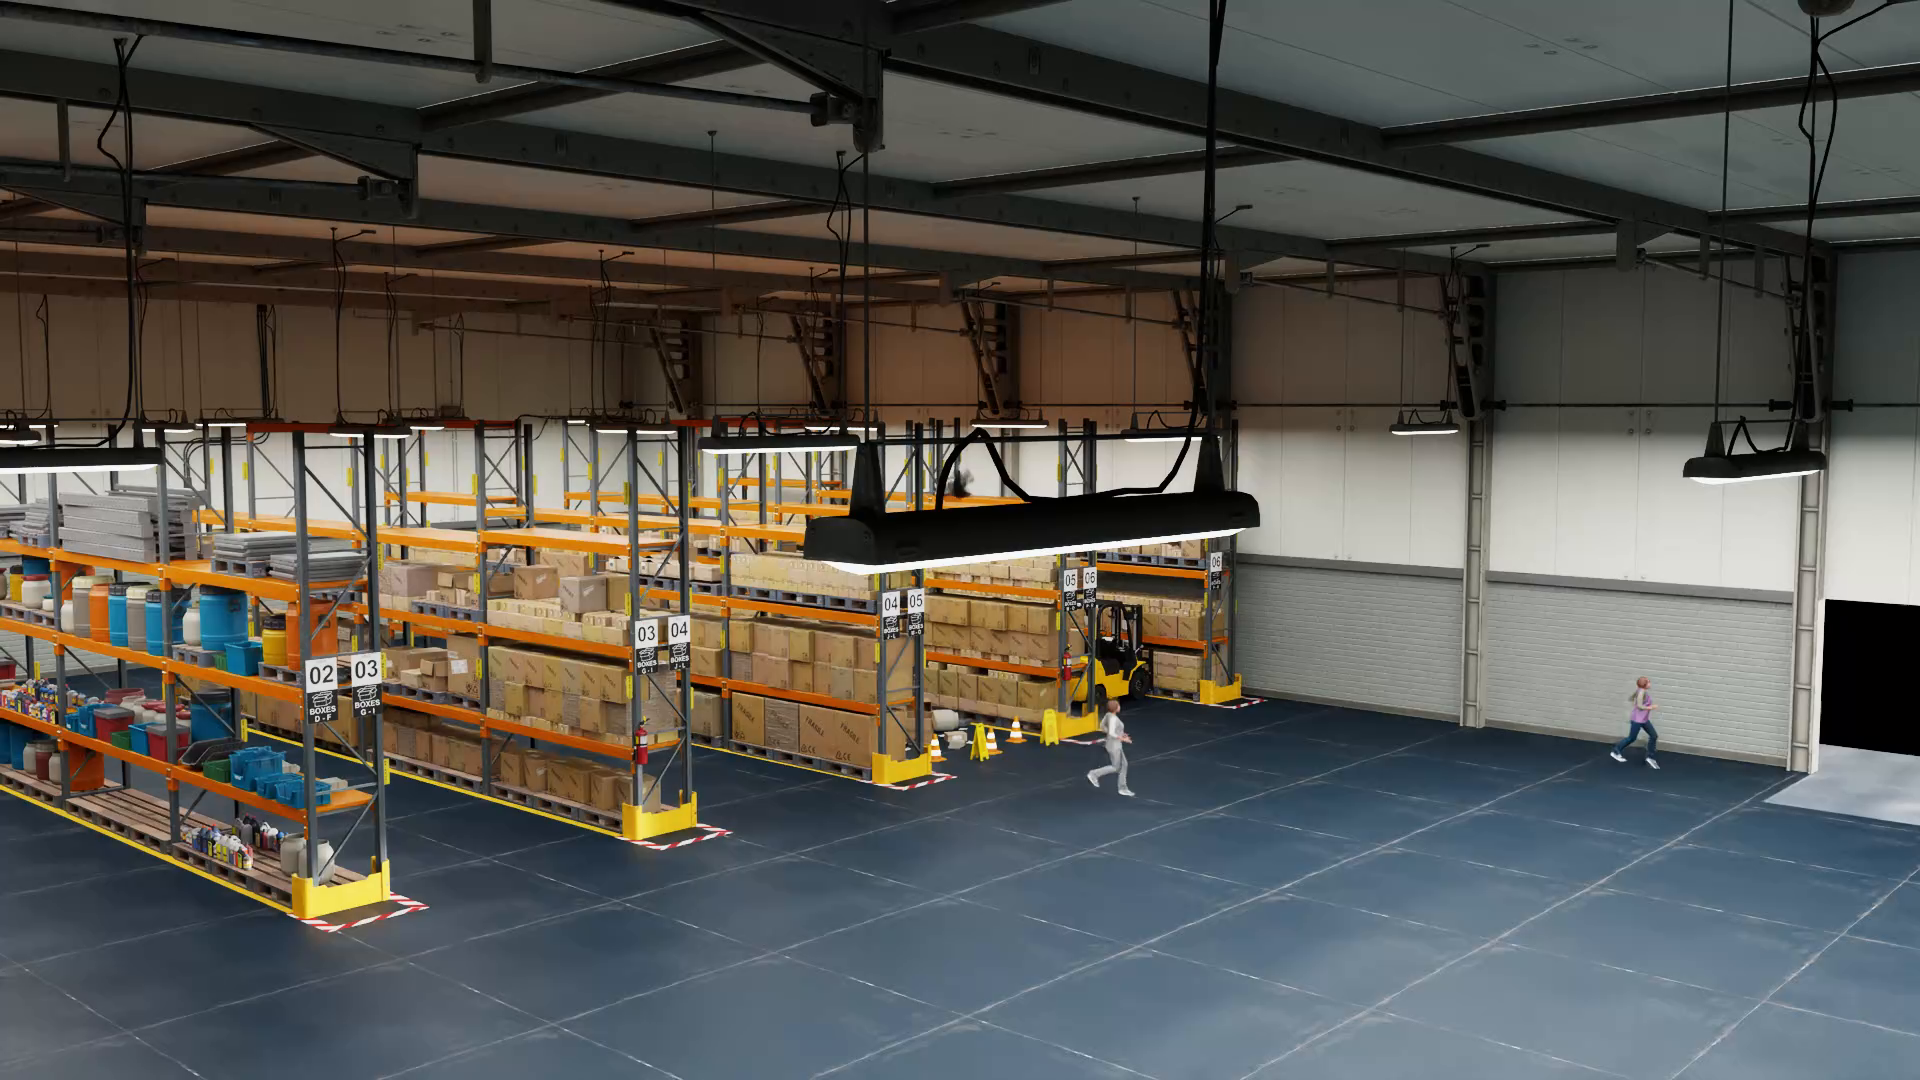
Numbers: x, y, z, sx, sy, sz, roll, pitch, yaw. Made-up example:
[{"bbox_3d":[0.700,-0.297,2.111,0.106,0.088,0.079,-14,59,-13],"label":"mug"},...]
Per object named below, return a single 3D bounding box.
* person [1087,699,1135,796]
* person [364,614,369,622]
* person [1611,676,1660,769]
[{"bbox_3d":[2.446,3.361,26.905,0.786,1.586,0.549,0,5,0],"label":"person"},{"bbox_3d":[-13.961,2.269,38.828,0.680,1.741,1.012,3,6,35],"label":"person"},{"bbox_3d":[11.776,3.180,28.986,0.807,1.638,0.512,3,6,36],"label":"person"}]
